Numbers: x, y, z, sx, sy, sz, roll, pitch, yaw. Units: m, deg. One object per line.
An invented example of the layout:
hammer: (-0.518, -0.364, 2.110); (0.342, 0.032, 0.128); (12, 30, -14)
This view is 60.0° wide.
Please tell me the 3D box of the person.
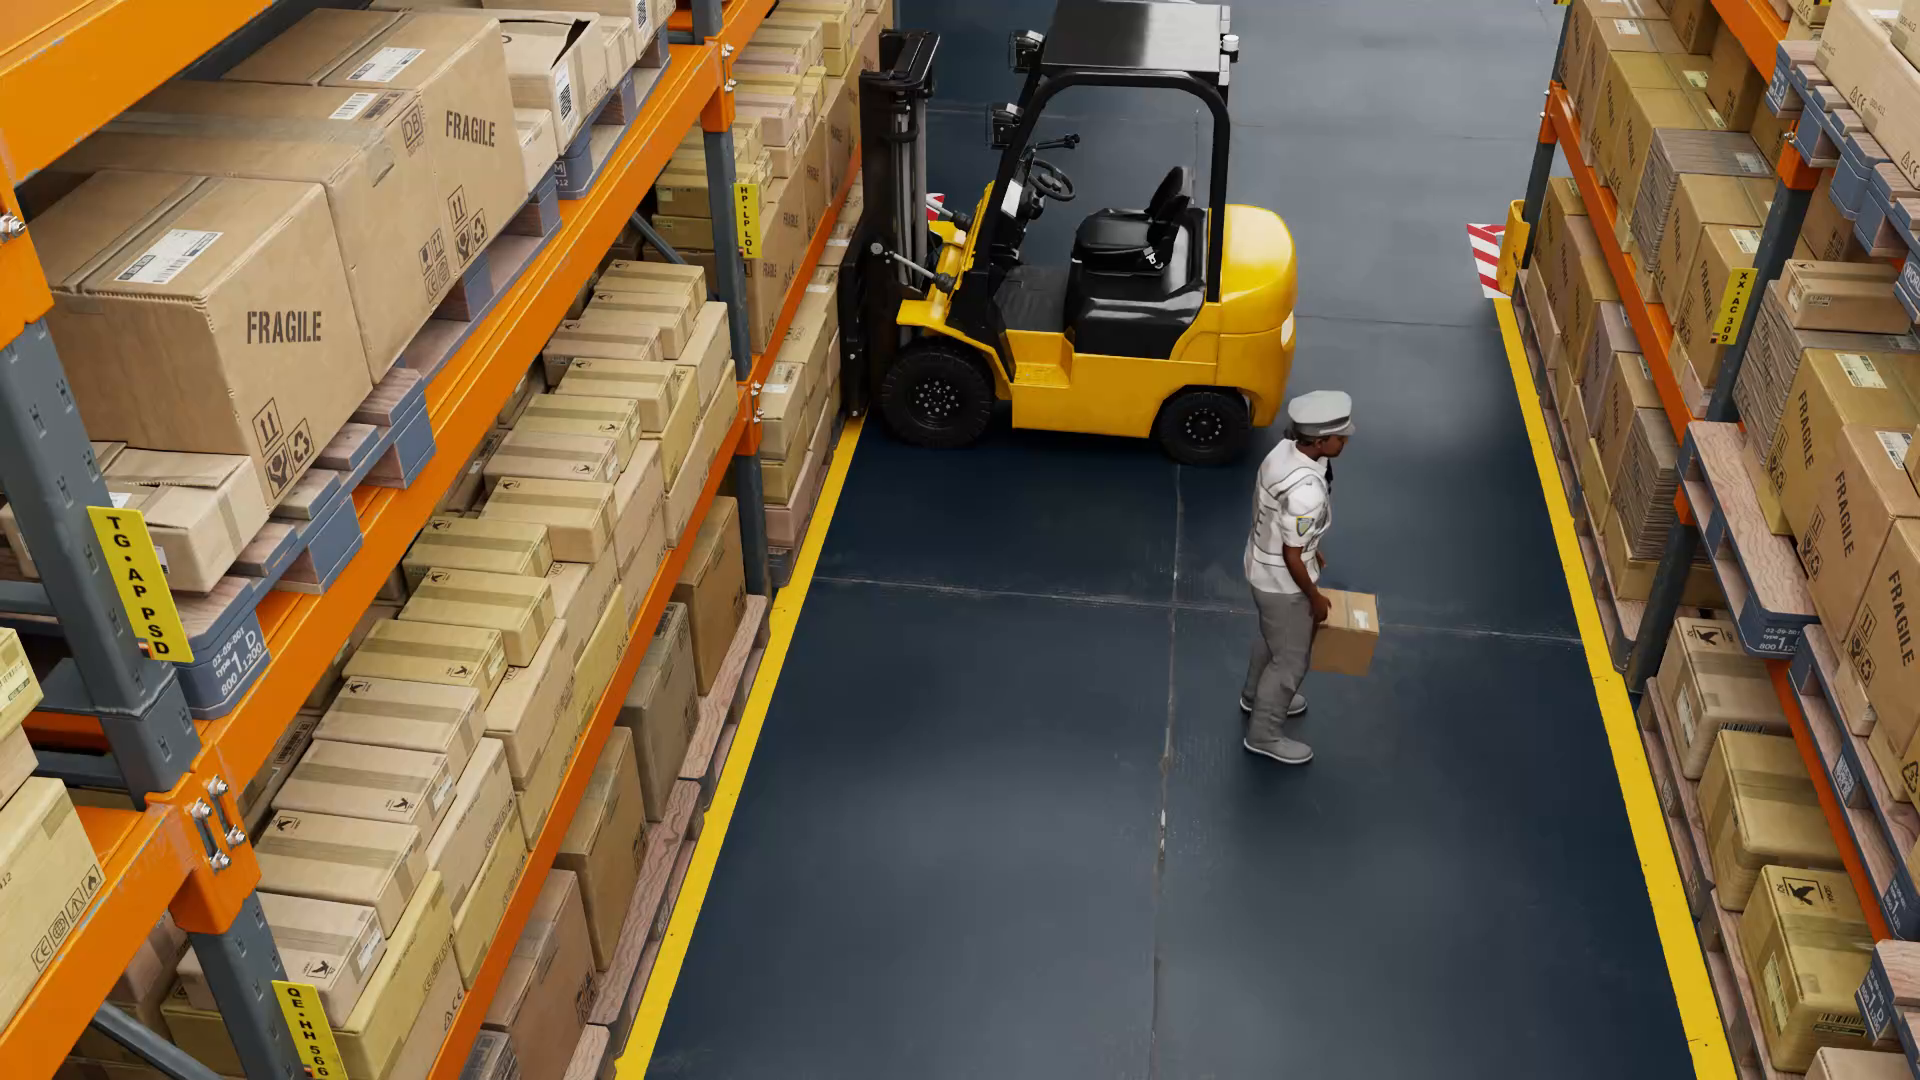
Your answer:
person: (1.352, 0.144, 6.834); (0.370, 1.669, 0.492); (4, 36, 5)
